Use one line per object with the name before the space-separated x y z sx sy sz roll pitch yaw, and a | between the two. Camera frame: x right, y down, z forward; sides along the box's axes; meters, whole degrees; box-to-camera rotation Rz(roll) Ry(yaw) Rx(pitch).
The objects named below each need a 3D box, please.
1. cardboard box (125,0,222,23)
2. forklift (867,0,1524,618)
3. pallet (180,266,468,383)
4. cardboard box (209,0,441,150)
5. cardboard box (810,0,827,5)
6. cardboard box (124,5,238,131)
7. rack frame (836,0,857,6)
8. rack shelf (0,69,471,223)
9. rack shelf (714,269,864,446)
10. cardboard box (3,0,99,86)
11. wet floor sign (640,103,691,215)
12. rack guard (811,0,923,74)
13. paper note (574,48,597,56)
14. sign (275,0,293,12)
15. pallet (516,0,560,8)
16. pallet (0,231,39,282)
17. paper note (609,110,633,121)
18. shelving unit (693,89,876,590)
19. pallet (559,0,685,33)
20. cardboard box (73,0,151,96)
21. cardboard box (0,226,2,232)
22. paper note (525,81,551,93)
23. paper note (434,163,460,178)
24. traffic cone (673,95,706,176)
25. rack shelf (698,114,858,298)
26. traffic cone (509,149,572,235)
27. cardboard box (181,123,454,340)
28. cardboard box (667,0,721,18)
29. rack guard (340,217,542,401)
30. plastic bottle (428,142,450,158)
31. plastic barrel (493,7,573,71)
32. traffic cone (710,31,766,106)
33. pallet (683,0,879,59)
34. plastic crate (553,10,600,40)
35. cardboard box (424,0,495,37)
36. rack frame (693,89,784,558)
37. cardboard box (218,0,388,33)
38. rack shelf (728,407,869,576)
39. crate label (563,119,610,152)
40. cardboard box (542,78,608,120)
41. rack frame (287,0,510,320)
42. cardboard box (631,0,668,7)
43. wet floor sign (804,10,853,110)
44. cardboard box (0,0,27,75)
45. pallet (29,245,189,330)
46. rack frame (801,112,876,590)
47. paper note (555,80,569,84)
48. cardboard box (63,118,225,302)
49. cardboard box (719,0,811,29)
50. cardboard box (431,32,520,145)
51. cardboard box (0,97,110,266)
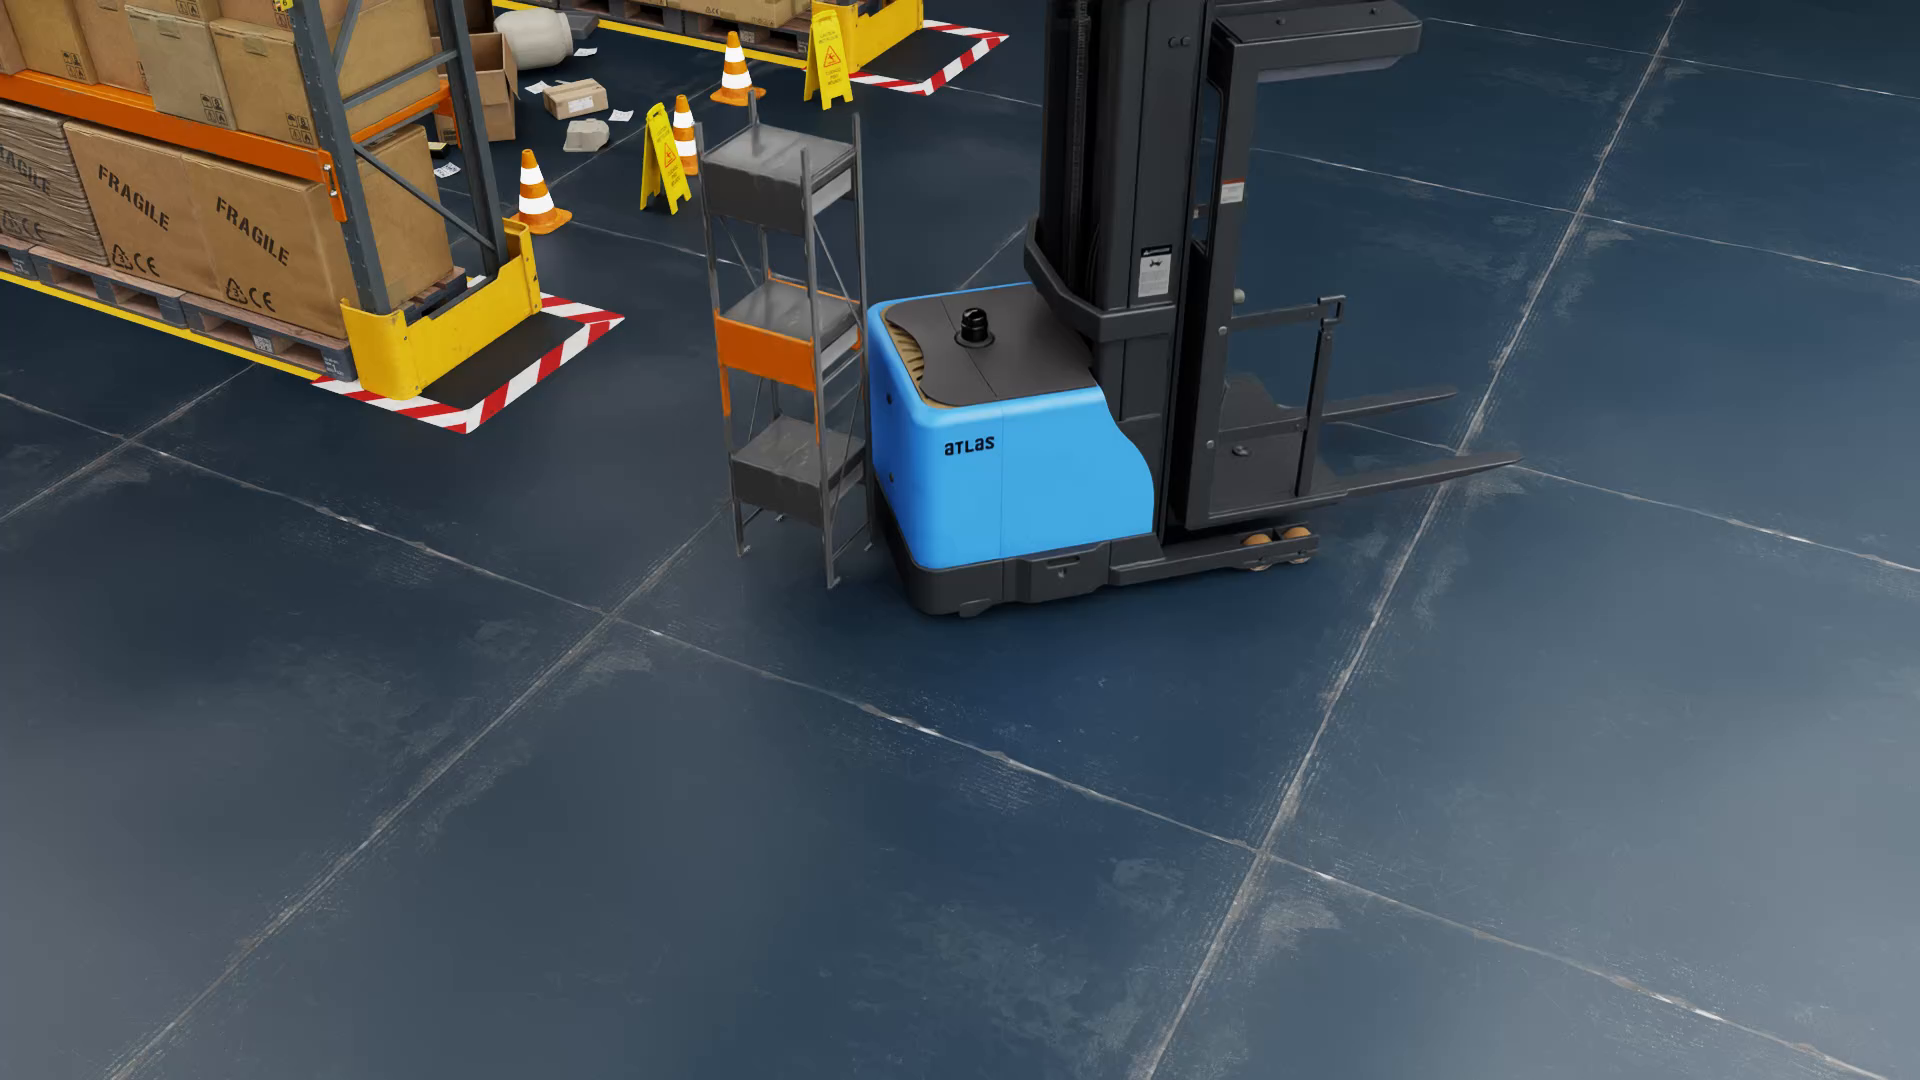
cardboard box | -3.648 -2.996 8.198 0.550 0.550 0.875 17 41 21
forklift | 1.135 -1.325 7.072 3.031 2.935 1.130 -10 38 -13
pallet | -3.552 -1.348 9.351 1.213 0.211 1.003 17 41 21
cardboard box | -3.156 -2.417 8.329 0.550 0.550 0.875 17 41 21
cardboard box | -1.208 -4.409 13.004 0.500 0.250 0.500 17 40 21
cardboard box | -3.654 -2.558 8.515 0.550 0.550 0.875 17 41 21
rack frame | -0.619 -4.964 11.809 0.127 3.000 1.000 17 41 21
rack shelf | -4.582 -2.548 9.221 4.000 0.370 1.077 17 41 21
rack shelf | -0.707 -0.779 7.062 0.480 0.518 0.431 18 41 22
cardboard box | -4.584 -2.907 8.974 0.500 0.550 0.875 17 41 21
wet floor sign | -1.869 -2.396 10.372 0.232 0.644 0.267 11 38 14
rack guard | -0.686 -3.990 12.592 0.348 0.500 1.175 17 41 21
paper note | -2.837 -3.704 12.604 0.148 0.019 0.142 4 37 6
sign | -3.067 -2.546 7.470 0.005 0.325 0.100 17 41 21
pallet | -3.558 -4.798 13.896 1.213 0.211 1.003 17 41 21
pallet | -5.718 -2.026 10.245 1.213 0.211 1.003 17 41 21
paper note | -2.374 -2.976 11.645 0.142 0.019 0.148 4 37 6
shelving unit | -0.707 -0.790 7.054 0.503 2.100 0.431 18 41 22
pallet | -2.471 -4.459 13.450 1.213 0.211 1.003 17 41 21
cardboard box | -4.094 -2.781 8.809 0.550 0.550 0.875 17 41 21
cardboard box | -5.831 -2.499 9.971 0.875 0.875 0.875 18 41 22
paper note | -3.059 -3.288 12.066 0.148 0.019 0.142 -29 46 -33
paper note | -3.380 -2.431 10.929 0.144 0.017 0.142 -29 46 -33
traffic cone | -1.803 -2.690 10.911 0.334 0.463 0.336 17 41 21
rack shelf | -0.707 -1.337 6.639 0.480 0.518 0.431 18 41 22
traffic cone | -2.624 -2.178 10.237 0.334 0.463 0.336 17 41 21
cardboard box | -3.438 -1.752 8.988 0.875 0.875 0.875 18 41 22
cardboard box | -1.917 -4.265 12.814 0.500 0.250 0.500 18 41 22
rack guard | -2.784 -1.276 9.018 0.348 0.500 1.175 17 41 21
plastic bottle | -3.578 -2.617 11.148 0.283 0.061 0.133 4 37 6
plastic barrel | -3.149 -3.699 12.274 0.512 0.421 0.421 -14 39 -18
traffic cone | -1.594 -3.381 11.821 0.334 0.463 0.336 17 41 21
pallet | -1.391 -4.119 13.002 1.213 0.211 1.003 17 41 21
plastic crate | -3.154 -4.037 13.002 0.583 0.080 0.402 4 37 6
cardboard box | -3.845 -4.053 12.674 0.500 0.500 0.500 -14 39 -18
rack frame | -0.921 -0.860 7.147 0.015 2.100 0.400 18 41 22
cardboard box | -3.117 -2.892 8.062 0.550 0.550 0.875 17 41 21
rack shelf | -0.707 -0.222 7.486 0.480 0.518 0.431 18 41 22
crate label | -2.529 -2.746 11.254 0.298 0.136 0.250 -2 37 -2
cardboard box | -2.711 -3.108 11.722 0.380 0.149 0.250 -21 42 -25
rack frame | -2.806 -2.278 8.271 0.127 3.000 1.000 17 41 21
cardboard box | -2.384 -4.407 13.002 0.500 0.250 0.500 16 40 20
wet floor sign | -0.942 -3.399 11.694 0.267 0.644 0.232 -29 46 -33
cardboard box | -5.100 -3.000 9.097 0.550 0.550 0.875 17 41 21
pallet | -4.631 -1.688 9.799 1.213 0.211 1.003 17 41 21
rack frame | -0.492 -0.720 6.962 0.015 2.100 0.400 18 41 22
paper note | -2.901 -3.344 12.147 0.123 0.001 0.032 17 41 21
cardboard box | -4.220 -1.996 9.309 0.875 0.875 0.875 17 40 21
cardboard box | -1.482 -4.123 12.628 0.500 0.250 0.500 17 40 21
cardboard box | -3.343 -3.099 11.416 0.637 0.503 0.797 -8 38 -10
cardboard box | -5.029 -2.251 9.644 0.875 0.875 0.875 18 41 22
